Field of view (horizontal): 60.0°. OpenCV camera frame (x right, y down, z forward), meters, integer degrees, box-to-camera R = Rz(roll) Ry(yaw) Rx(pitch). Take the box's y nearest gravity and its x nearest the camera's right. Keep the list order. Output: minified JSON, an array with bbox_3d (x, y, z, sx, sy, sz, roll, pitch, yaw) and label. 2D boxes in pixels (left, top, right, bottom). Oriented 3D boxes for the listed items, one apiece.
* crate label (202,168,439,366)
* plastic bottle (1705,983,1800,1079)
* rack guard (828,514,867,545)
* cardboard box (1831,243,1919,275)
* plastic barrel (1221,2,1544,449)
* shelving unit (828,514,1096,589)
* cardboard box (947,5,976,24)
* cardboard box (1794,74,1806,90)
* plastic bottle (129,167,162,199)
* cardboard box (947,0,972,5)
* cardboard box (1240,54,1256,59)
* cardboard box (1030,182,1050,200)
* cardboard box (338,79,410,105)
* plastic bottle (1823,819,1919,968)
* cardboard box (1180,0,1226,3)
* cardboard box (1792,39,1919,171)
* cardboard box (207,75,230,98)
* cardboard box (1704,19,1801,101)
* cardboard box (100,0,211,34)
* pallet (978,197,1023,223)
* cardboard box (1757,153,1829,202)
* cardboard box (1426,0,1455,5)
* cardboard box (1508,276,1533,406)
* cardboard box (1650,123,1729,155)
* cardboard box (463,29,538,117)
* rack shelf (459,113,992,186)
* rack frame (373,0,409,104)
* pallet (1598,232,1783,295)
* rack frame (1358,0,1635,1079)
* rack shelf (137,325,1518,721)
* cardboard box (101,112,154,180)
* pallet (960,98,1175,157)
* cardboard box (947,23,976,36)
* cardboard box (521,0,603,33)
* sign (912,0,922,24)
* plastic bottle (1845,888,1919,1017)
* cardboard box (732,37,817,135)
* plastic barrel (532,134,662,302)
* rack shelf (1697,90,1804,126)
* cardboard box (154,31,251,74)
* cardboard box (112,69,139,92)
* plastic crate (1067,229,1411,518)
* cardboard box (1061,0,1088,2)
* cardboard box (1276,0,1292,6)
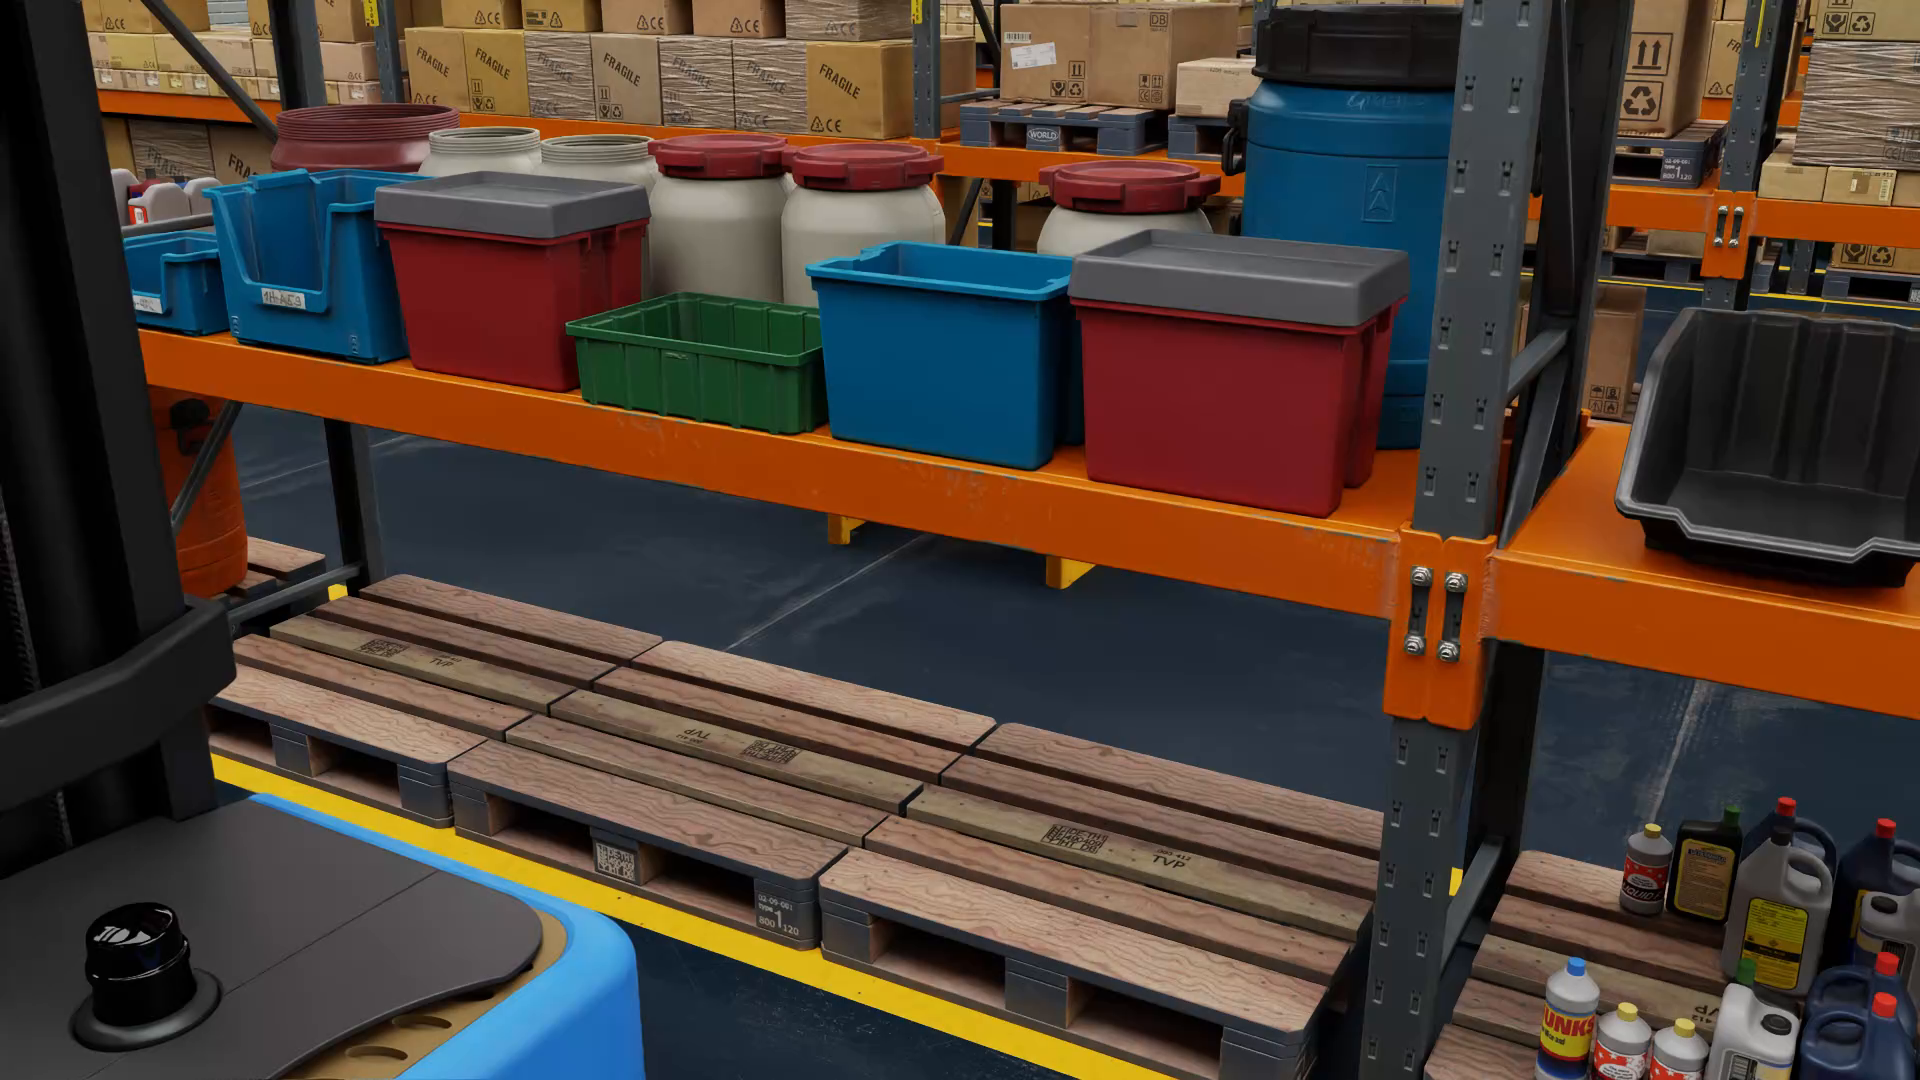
[{"bbox_3d":[-1.636,-0.759,4.506,0.616,0.435,0.502,11,23,27],"label":"crate label"},{"bbox_3d":[1.481,0.980,3.113,0.135,0.276,0.152,12,23,29],"label":"plastic bottle"},{"bbox_3d":[-0.368,-0.188,7.016,0.087,0.250,0.587,11,23,27],"label":"rack guard"},{"bbox_3d":[6.558,-2.330,11.389,0.875,0.875,0.875,11,23,28],"label":"cardboard box"},{"bbox_3d":[0.931,-0.713,3.696,0.708,0.901,0.600,11,23,27],"label":"plastic barrel"},{"bbox_3d":[0.067,-0.692,6.574,1.083,1.500,0.587,11,23,27],"label":"shelving unit"},{"bbox_3d":[0.095,-4.431,13.999,0.250,0.149,0.380,12,23,29],"label":"cardboard box"},{"bbox_3d":[10.326,-5.390,20.192,0.625,0.625,0.875,12,23,30],"label":"cardboard box"},{"bbox_3d":[-2.856,-1.169,5.861,0.133,0.283,0.061,11,23,27],"label":"plastic bottle"},{"bbox_3d":[0.088,-4.571,13.948,0.250,0.149,0.380,11,22,27],"label":"cardboard box"},{"bbox_3d":[1.632,-2.400,8.662,0.258,0.266,0.396,10,22,26],"label":"cardboard box"},{"bbox_3d":[0.928,-3.146,14.190,0.500,0.500,0.500,10,22,25],"label":"cardboard box"},{"bbox_3d":[-3.874,-2.962,11.002,0.250,0.149,0.380,11,23,28],"label":"cardboard box"},{"bbox_3d":[1.991,0.769,3.585,0.185,0.351,0.144,10,22,25],"label":"plastic bottle"},{"bbox_3d":[1.900,-4.226,12.997,0.250,0.149,0.380,10,22,25],"label":"cardboard box"},{"bbox_3d":[3.899,-1.891,7.095,0.500,0.500,0.875,11,23,27],"label":"cardboard box"},{"bbox_3d":[-4.996,-3.176,11.590,0.250,0.149,0.380,10,22,26],"label":"cardboard box"},{"bbox_3d":[5.457,-3.311,11.447,0.500,0.500,0.500,11,22,27],"label":"cardboard box"},{"bbox_3d":[-5.761,-3.887,11.865,0.500,0.500,0.500,10,22,26],"label":"cardboard box"},{"bbox_3d":[0.809,-2.945,14.674,1.213,0.211,1.003,11,23,27],"label":"pallet"},{"bbox_3d":[3.577,-1.554,7.118,0.250,0.149,0.380,11,23,27],"label":"cardboard box"},{"bbox_3d":[3.830,-4.193,12.413,0.500,0.500,0.700,10,22,26],"label":"cardboard box"},{"bbox_3d":[2.604,-1.022,8.305,0.500,0.500,0.700,11,22,27],"label":"cardboard box"},{"bbox_3d":[7.281,-3.914,16.495,0.625,0.372,0.950,12,23,31],"label":"cardboard box"},{"bbox_3d":[-2.729,-2.940,10.425,0.500,0.500,0.500,11,23,27],"label":"cardboard box"},{"bbox_3d":[-1.702,-2.457,10.294,4.000,0.370,1.077,11,23,27],"label":"rack shelf"},{"bbox_3d":[-3.448,-3.127,11.088,0.127,3.000,1.000,11,23,27],"label":"rack frame"},{"bbox_3d":[5.333,-2.052,12.212,1.213,0.211,1.003,11,23,27],"label":"pallet"},{"bbox_3d":[1.121,-0.322,3.355,0.127,3.000,1.000,11,23,27],"label":"rack frame"},{"bbox_3d":[-0.625,-0.317,4.395,4.000,0.370,1.077,11,23,27],"label":"rack shelf"},{"bbox_3d":[-6.342,-2.909,12.985,0.875,0.875,0.875,11,23,27],"label":"cardboard box"},{"bbox_3d":[0.718,-2.285,9.047,1.003,0.211,1.213,11,23,27],"label":"pallet"},{"bbox_3d":[0.081,-4.293,14.053,0.250,0.149,0.380,10,22,25],"label":"cardboard box"},{"bbox_3d":[-2.293,-3.425,10.290,0.637,0.503,0.797,11,23,28],"label":"cardboard box"},{"bbox_3d":[-0.224,-2.841,8.600,0.005,0.325,0.100,11,23,27],"label":"sign"},{"bbox_3d":[1.941,0.853,3.465,0.135,0.276,0.152,11,23,27],"label":"plastic bottle"},{"bbox_3d":[-0.940,-2.602,9.493,0.500,0.500,0.500,11,22,27],"label":"cardboard box"},{"bbox_3d":[-1.001,-0.863,4.681,0.421,0.512,0.421,0,20,0],"label":"plastic barrel"},{"bbox_3d":[4.297,-3.251,12.484,4.000,0.370,1.077,11,23,27],"label":"rack shelf"},{"bbox_3d":[-5.301,-3.447,11.754,0.500,0.250,0.500,10,22,26],"label":"cardboard box"},{"bbox_3d":[-5.893,-3.347,12.061,0.250,0.149,0.380,10,22,26],"label":"cardboard box"},{"bbox_3d":[0.549,-0.342,3.315,0.583,0.464,0.402,11,23,27],"label":"plastic crate"},{"bbox_3d":[1.011,-4.397,13.468,0.250,0.149,0.380,11,23,27],"label":"cardboard box"},{"bbox_3d":[3.424,-5.745,17.791,0.500,0.250,0.500,10,22,26],"label":"cardboard box"}]
